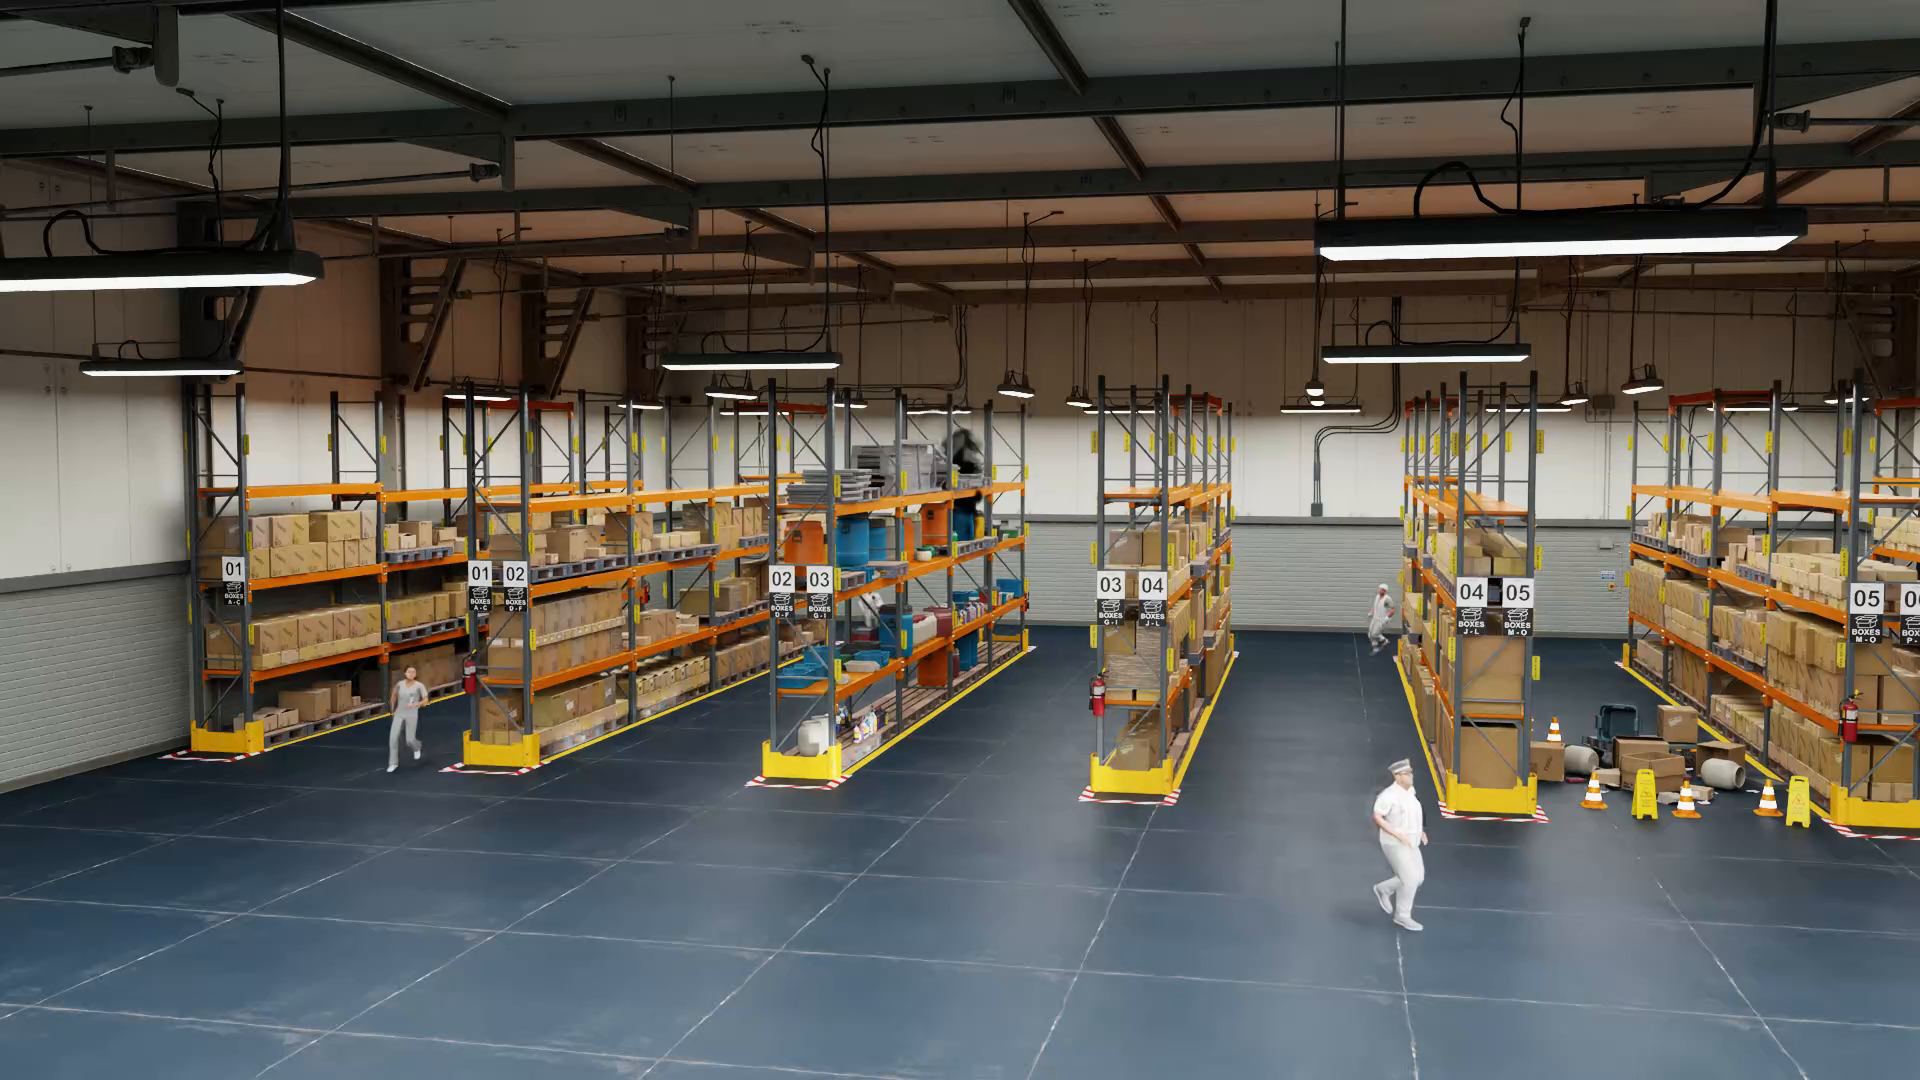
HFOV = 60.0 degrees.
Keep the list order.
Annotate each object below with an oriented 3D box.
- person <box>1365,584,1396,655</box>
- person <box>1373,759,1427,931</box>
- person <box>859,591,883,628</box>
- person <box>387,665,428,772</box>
[{"bbox_3d":[9.983,1.898,39.440,0.561,1.734,0.709,-1,4,-24],"label":"person"},{"bbox_3d":[4.544,3.140,17.323,0.634,1.762,0.672,3,5,44],"label":"person"},{"bbox_3d":[-2.149,1.867,40.240,0.613,1.754,0.733,0,3,0],"label":"person"},{"bbox_3d":[-8.553,2.741,25.817,0.596,1.628,0.767,0,3,-2],"label":"person"}]
